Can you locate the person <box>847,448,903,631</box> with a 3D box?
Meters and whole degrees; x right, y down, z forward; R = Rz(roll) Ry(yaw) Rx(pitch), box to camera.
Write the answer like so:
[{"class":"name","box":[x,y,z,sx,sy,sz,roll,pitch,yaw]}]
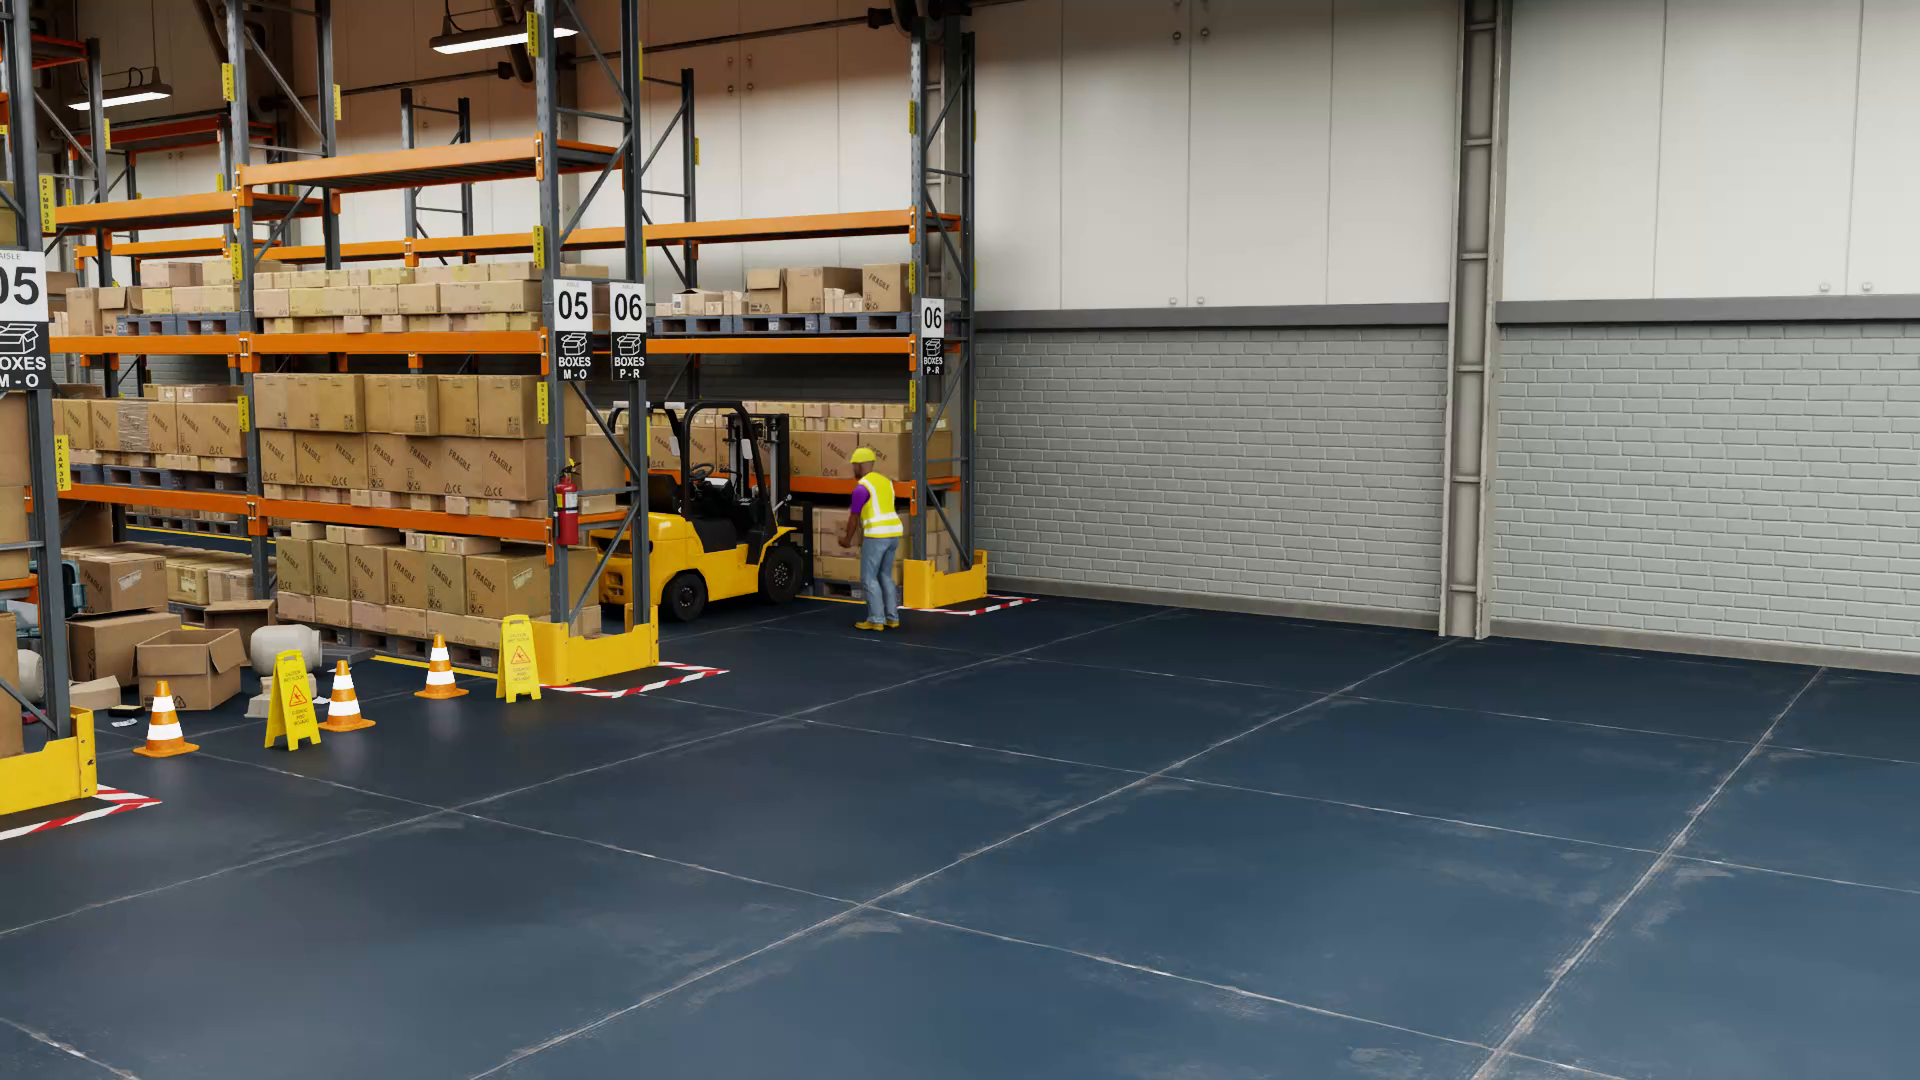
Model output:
[{"class":"person","box":[-0.835,-0.017,15.971,0.532,1.733,0.458,4,7,32]}]
